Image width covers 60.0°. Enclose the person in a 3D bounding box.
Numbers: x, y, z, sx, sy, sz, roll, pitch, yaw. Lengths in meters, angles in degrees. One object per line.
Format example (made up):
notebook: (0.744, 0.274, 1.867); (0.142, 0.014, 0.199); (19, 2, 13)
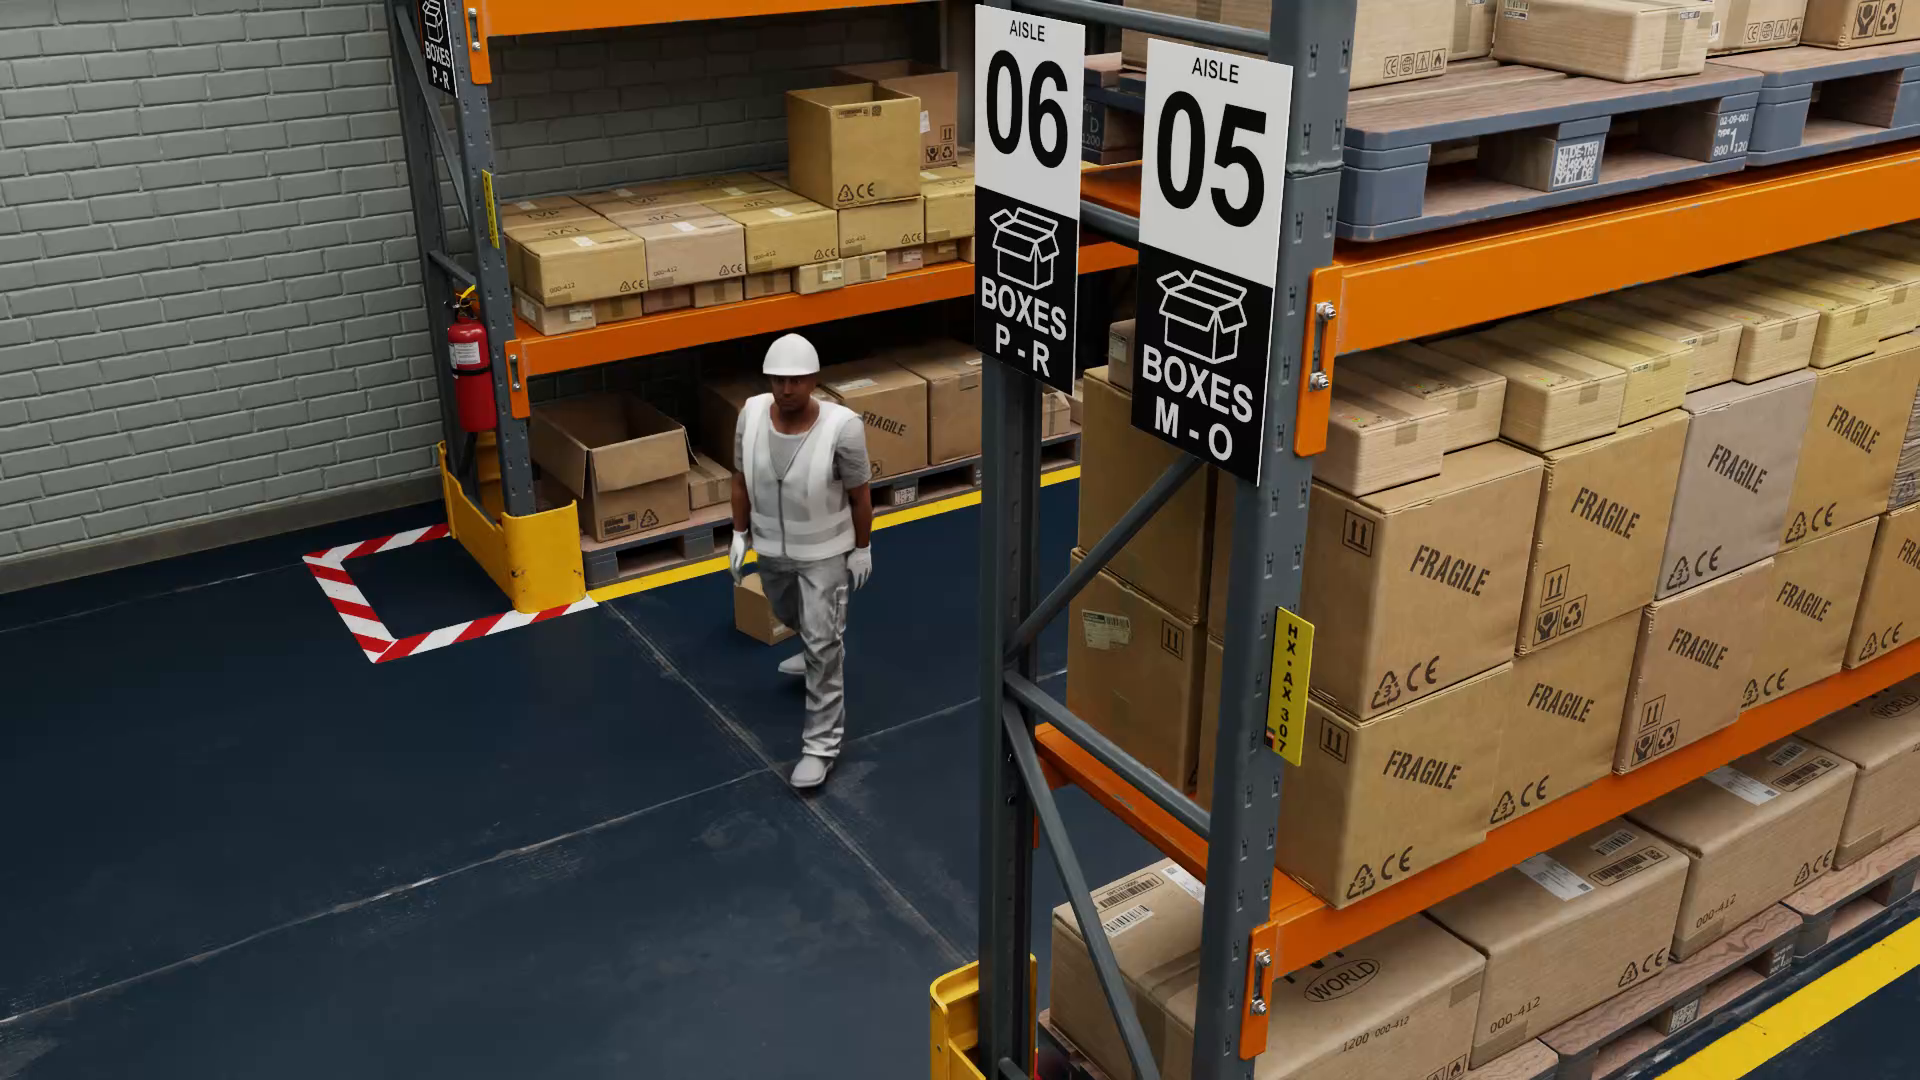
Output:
person: (-0.612, -0.005, 6.601); (0.598, 1.767, 0.901); (11, 27, 22)
